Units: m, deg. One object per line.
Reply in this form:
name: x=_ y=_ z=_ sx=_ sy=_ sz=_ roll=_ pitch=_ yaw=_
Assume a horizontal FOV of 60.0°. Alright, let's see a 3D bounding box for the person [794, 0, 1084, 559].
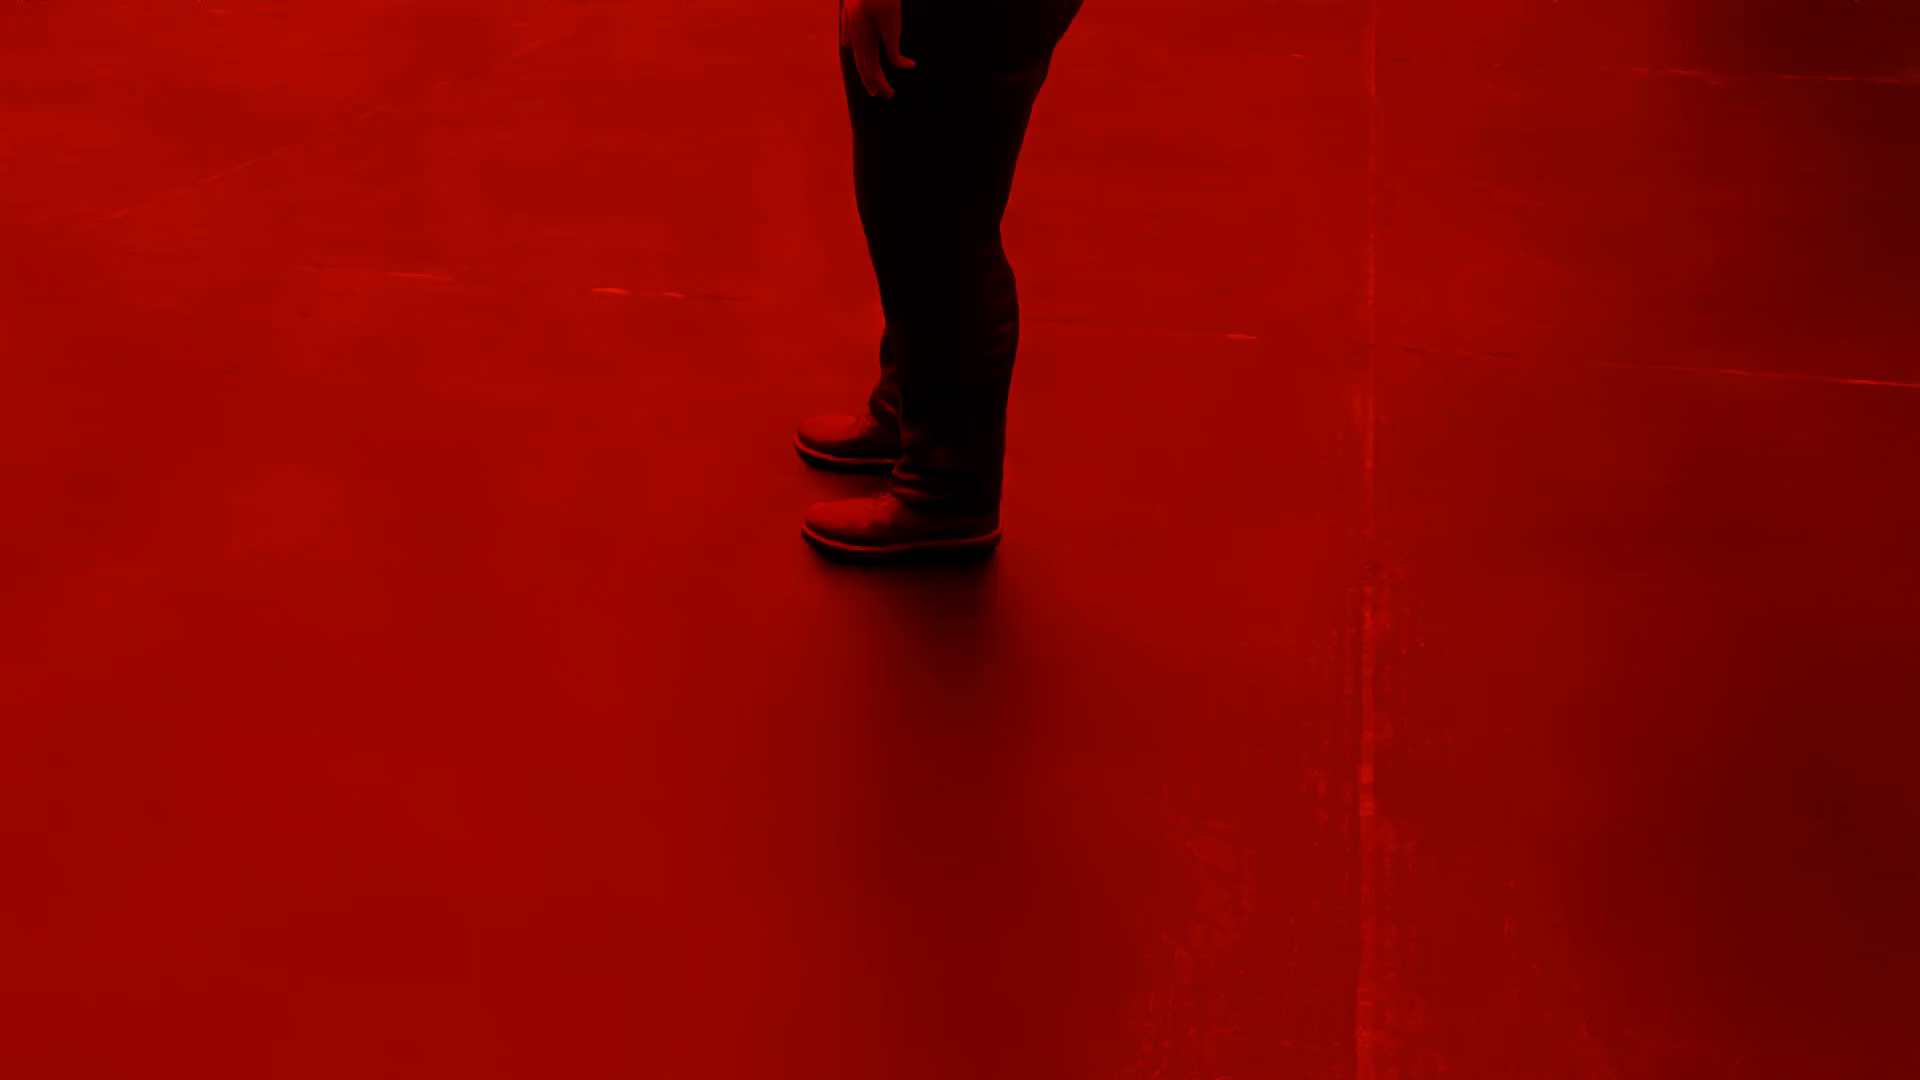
person: x=-0.083 y=-0.761 z=2.163 sx=0.502 sy=1.650 sz=0.599 roll=6 pitch=27 yaw=11
